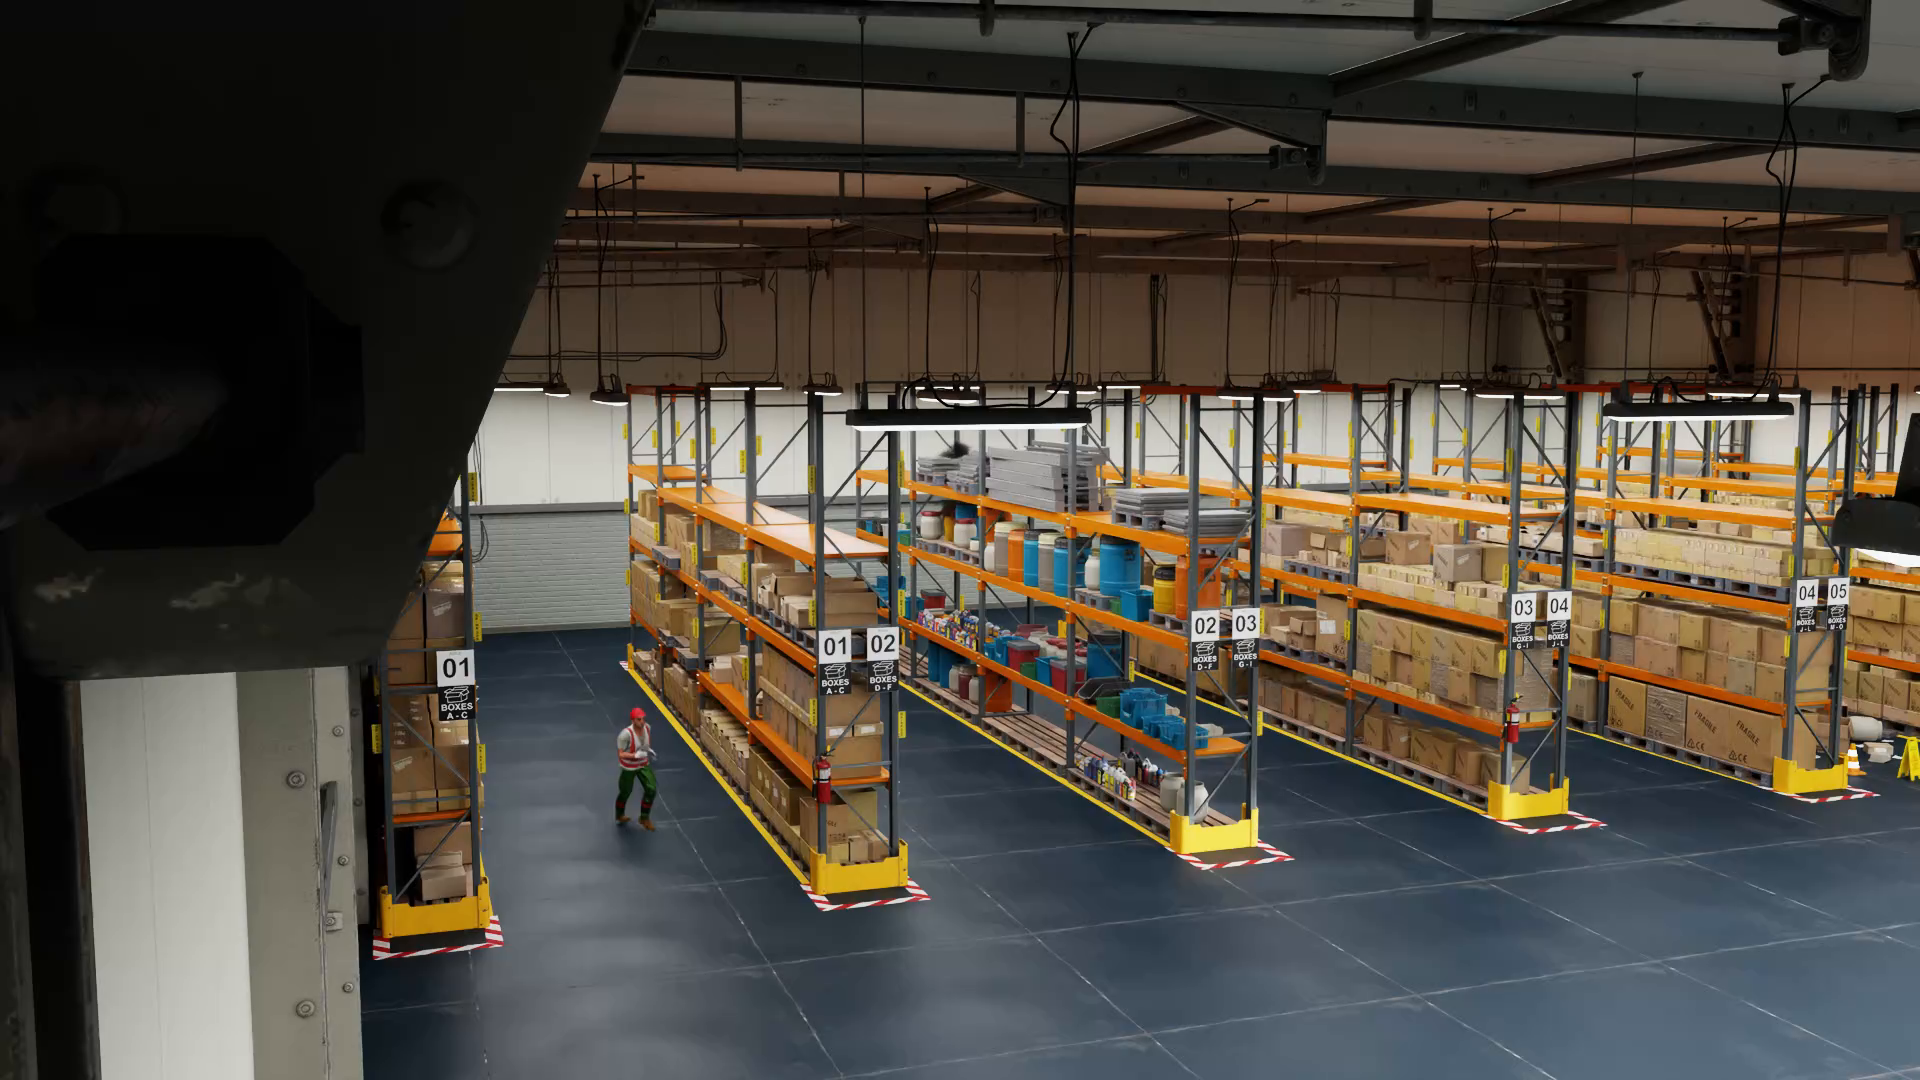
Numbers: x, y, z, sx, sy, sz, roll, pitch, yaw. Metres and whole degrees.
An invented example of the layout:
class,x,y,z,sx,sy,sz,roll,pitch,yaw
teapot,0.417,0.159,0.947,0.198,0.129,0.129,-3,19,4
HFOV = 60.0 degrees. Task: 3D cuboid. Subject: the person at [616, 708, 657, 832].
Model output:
class,x,y,z,sx,sy,sz,roll,pitch,yaw
person,-4.431,3.125,22.790,0.684,1.738,0.981,-4,7,-37
